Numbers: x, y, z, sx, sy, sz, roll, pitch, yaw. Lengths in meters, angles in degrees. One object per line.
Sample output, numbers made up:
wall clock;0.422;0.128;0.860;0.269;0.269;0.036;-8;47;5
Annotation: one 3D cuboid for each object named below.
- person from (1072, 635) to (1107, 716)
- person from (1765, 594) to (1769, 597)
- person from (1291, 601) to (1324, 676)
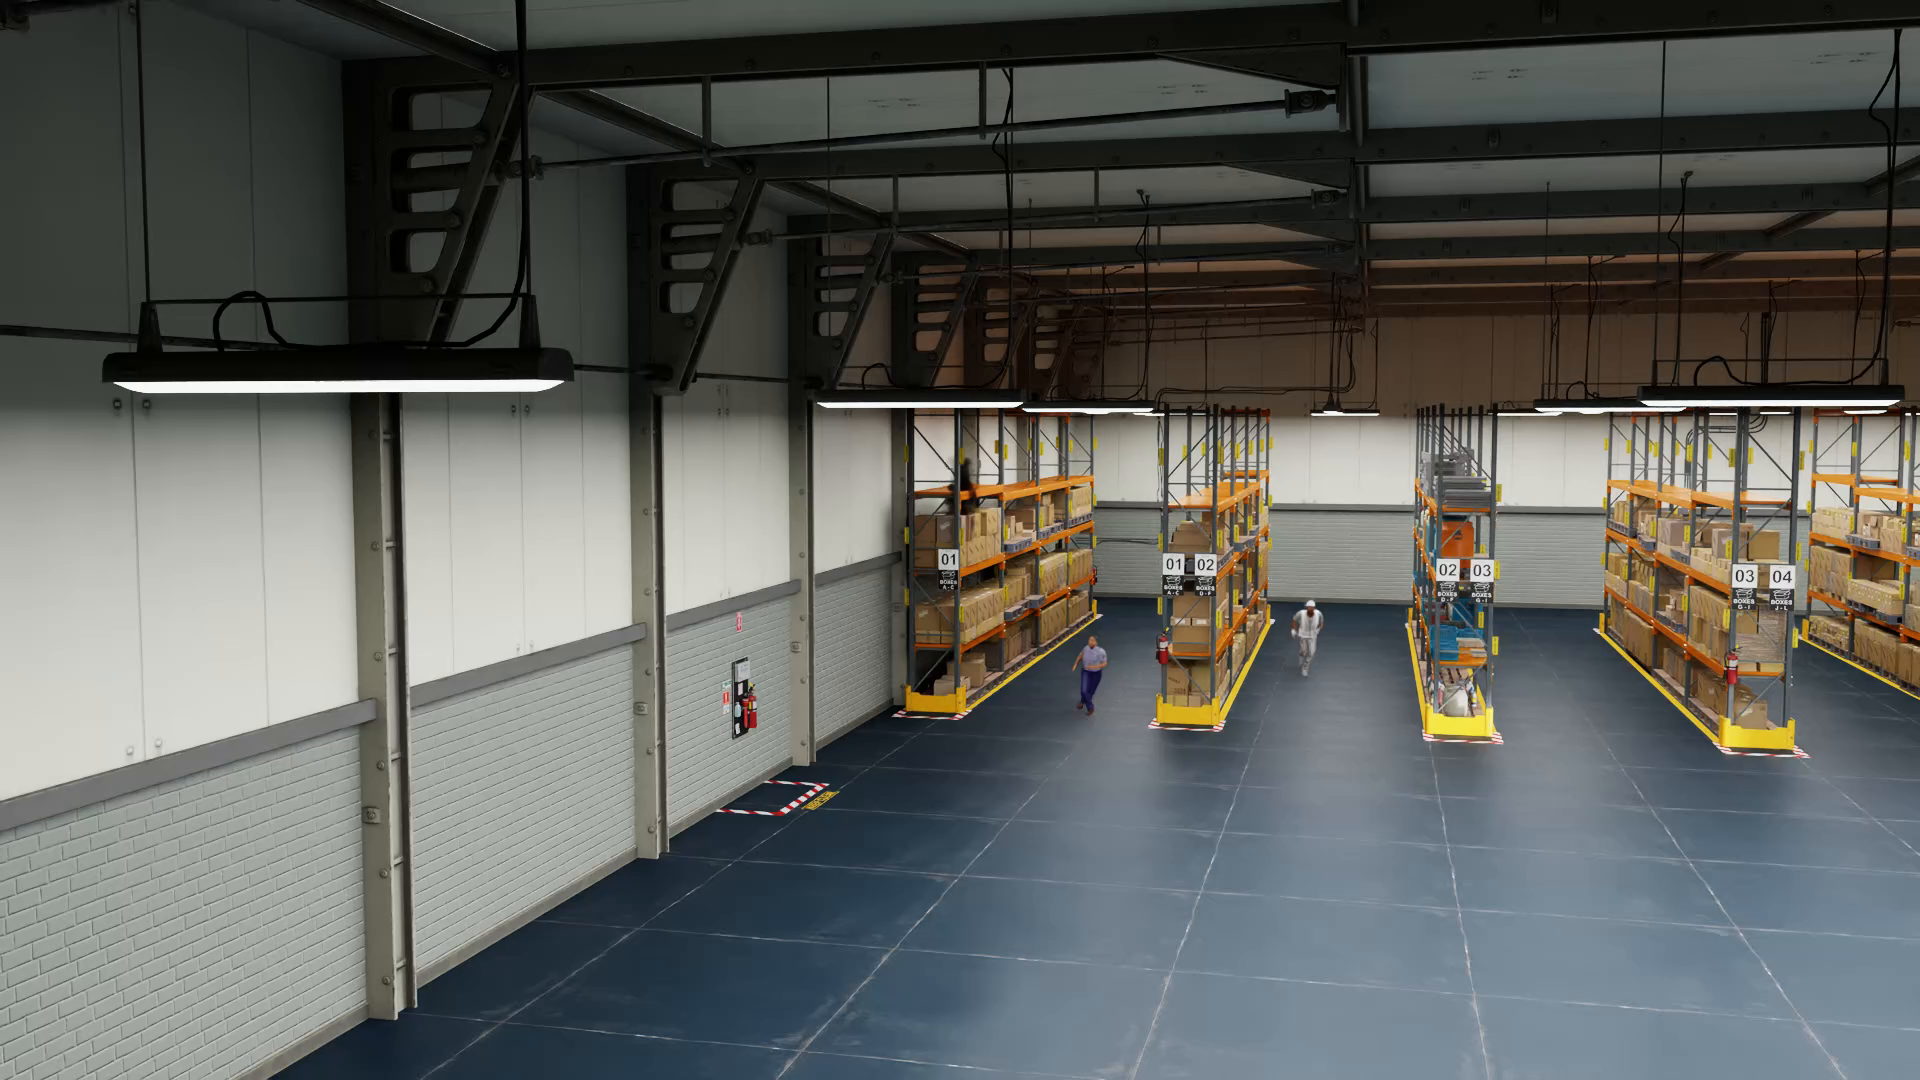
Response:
person;2.526;2.620;32.304;0.715;1.576;0.633;1;4;15
person;21.733;1.685;44.375;0.662;1.706;0.616;-4;6;-44
person;7.760;2.184;37.127;0.658;1.706;0.759;0;4;-6
